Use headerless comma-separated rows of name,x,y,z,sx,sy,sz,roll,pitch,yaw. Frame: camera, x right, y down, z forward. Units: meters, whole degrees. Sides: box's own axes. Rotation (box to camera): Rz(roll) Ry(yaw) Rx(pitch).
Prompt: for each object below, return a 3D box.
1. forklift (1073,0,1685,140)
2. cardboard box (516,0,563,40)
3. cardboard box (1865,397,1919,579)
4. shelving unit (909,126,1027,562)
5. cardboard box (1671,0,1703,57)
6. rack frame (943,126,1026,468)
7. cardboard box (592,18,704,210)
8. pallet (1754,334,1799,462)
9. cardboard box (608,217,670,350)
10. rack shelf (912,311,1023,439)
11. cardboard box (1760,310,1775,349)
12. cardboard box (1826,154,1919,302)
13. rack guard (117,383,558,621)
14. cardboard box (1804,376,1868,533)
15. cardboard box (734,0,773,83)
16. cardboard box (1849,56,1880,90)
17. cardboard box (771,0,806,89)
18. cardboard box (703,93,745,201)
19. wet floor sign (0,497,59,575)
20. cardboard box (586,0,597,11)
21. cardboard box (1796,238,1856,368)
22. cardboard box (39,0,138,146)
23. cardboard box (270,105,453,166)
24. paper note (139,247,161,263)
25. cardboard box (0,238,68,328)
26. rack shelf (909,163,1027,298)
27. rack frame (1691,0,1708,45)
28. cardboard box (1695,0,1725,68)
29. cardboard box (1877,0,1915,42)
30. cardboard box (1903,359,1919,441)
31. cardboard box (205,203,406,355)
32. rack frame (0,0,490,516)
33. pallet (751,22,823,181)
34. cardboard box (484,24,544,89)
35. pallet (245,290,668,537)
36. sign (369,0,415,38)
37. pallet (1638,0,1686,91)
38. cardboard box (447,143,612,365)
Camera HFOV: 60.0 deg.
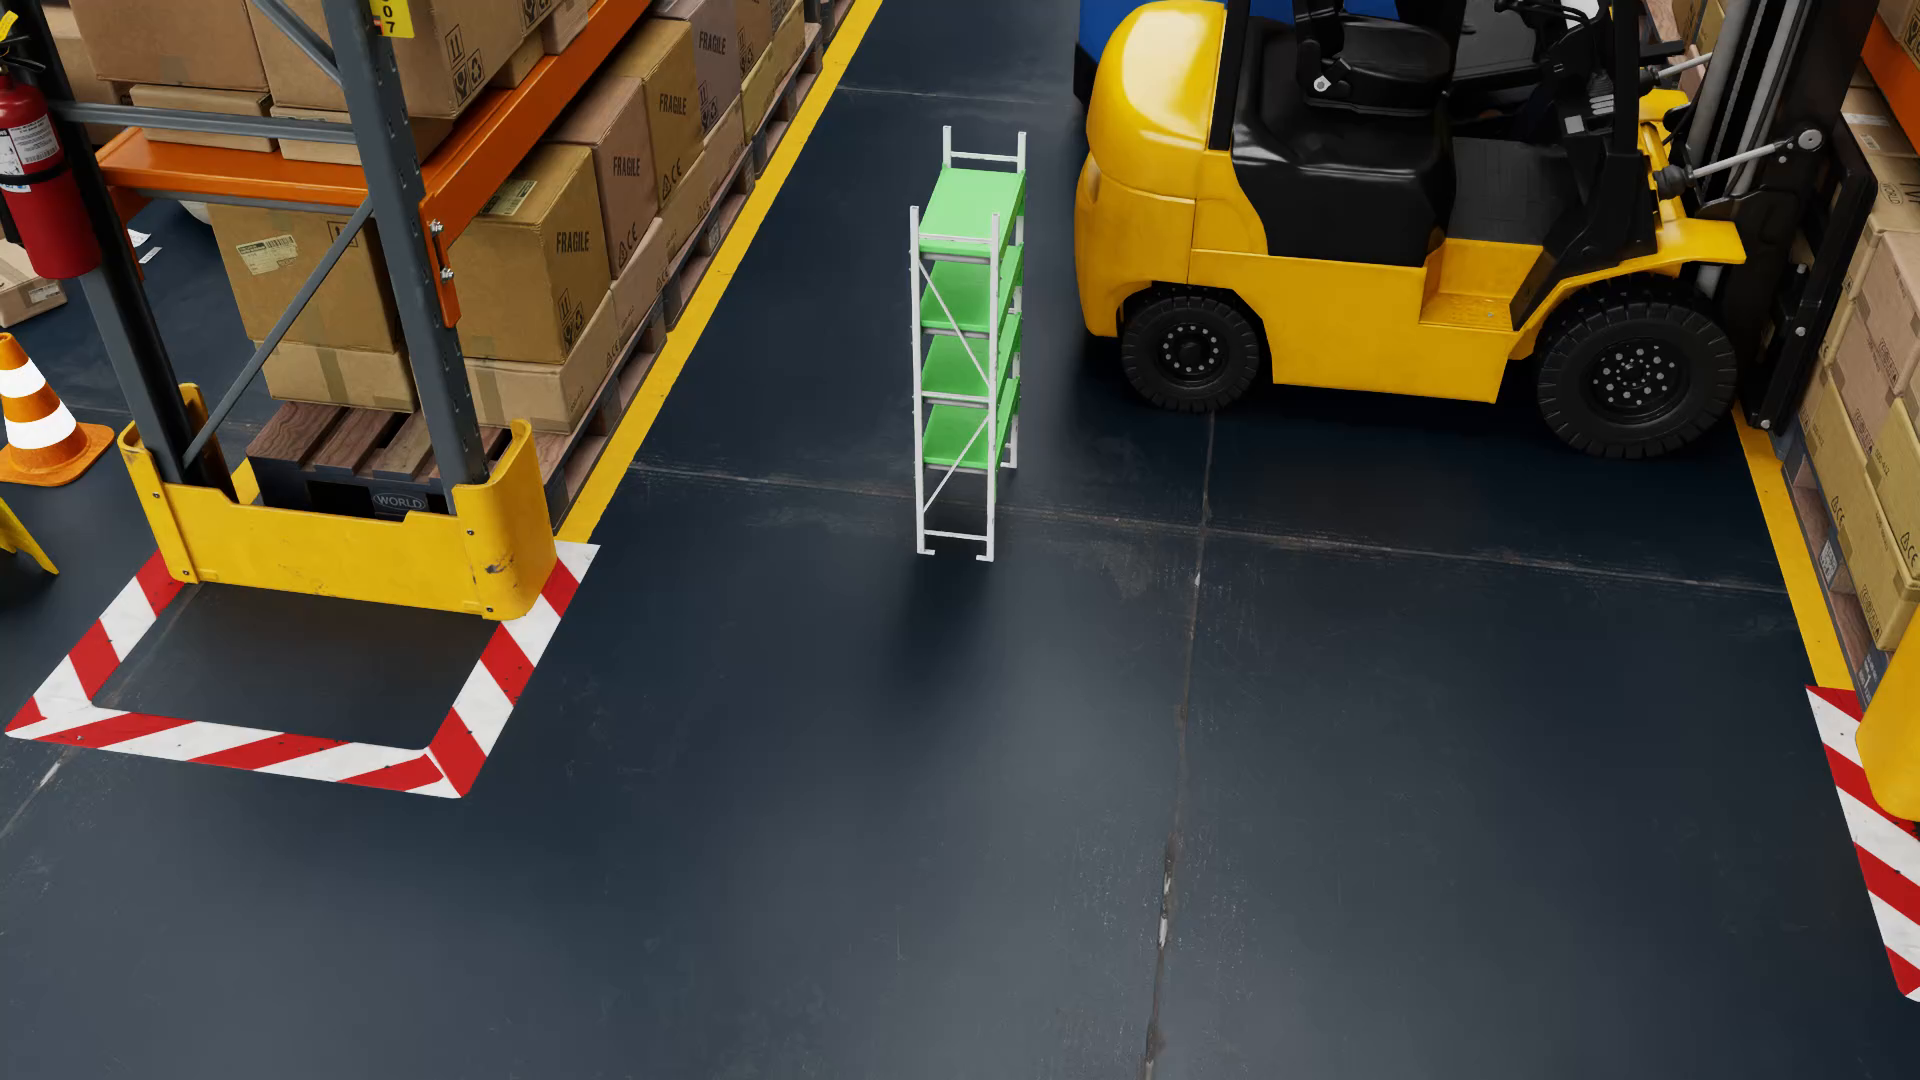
forklift,2.094,-3.163,6.775,3.031,2.935,1.130,-12,41,-14
cardboard box,-1.419,-1.778,4.735,0.500,0.500,0.500,8,40,9
cardboard box,2.805,-0.123,4.480,0.500,0.250,0.500,6,40,7
shelving unit,0.029,-0.566,4.993,0.258,1.200,0.503,6,40,8
cardboard box,3.800,-2.574,7.543,0.875,0.625,0.625,8,40,10
rack frame,0.071,-0.719,5.179,0.240,1.200,0.015,6,40,8
cardboard box,-1.264,-1.557,6.020,0.500,0.500,0.500,7,40,9
pallet,3.333,-0.661,5.884,1.003,0.211,1.213,6,40,8
cardboard box,-1.353,-0.930,5.850,0.500,0.250,0.500,8,40,9
rack shelf,0.029,-0.517,5.034,0.258,0.148,0.480,6,40,8
cardboard box,3.058,-0.872,5.779,0.500,0.250,0.500,8,40,9
cardboard box,2.961,-0.938,5.074,0.500,0.250,0.500,7,40,8
rack guard,-1.848,-0.117,5.000,1.175,0.500,0.348,6,40,8
cardboard box,2.894,-0.231,5.004,0.500,0.250,0.500,6,40,8
cardboard box,-1.093,-2.214,6.814,0.500,0.500,0.500,7,40,8
cardboard box,3.155,-1.584,5.855,0.500,0.250,0.500,8,40,9
cardboard box,-1.006,-2.245,7.439,0.500,0.250,0.500,8,40,10
cardboard box,-1.181,-1.591,6.649,0.500,0.250,0.500,7,40,8
wet floor sign,-2.947,-0.124,4.894,0.267,0.644,0.232,20,44,23
cardboard box,-1.342,-1.764,5.227,0.380,0.149,0.250,7,40,9
cardboard box,2.971,-0.763,5.254,0.500,0.250,0.500,6,40,7
cardboard box,-3.897,-2.093,7.280,0.797,0.637,0.503,6,40,8
cardboard box,-1.598,-1.127,4.456,0.380,0.149,0.250,7,40,8
paper note,-3.221,-1.133,6.613,0.032,0.001,0.123,6,40,8
cardboard box,-3.624,-0.979,6.318,0.380,0.149,0.250,28,47,30
rack shelf,0.029,-0.887,4.728,0.258,0.148,0.480,6,40,8
rack frame,3.721,-2.998,6.523,1.000,3.000,0.127,6,40,8
cardboard box,3.333,-2.024,6.780,0.500,0.250,0.500,6,40,7
cardboard box,3.119,-1.827,5.028,0.500,0.500,0.500,7,40,8
cardboard box,2.801,-0.299,4.301,0.500,0.250,0.500,8,40,9
cardboard box,-1.979,-0.956,5.292,0.500,0.500,0.500,7,40,8
rack frame,-1.861,-1.033,4.145,1.000,3.000,0.127,6,40,8
pallet,-1.250,-2.043,7.556,1.003,0.211,1.213,6,40,8
cardboard box,-1.443,-1.444,4.840,0.380,0.149,0.250,5,40,6
pallet,-1.672,-0.512,5.704,1.003,0.211,1.213,6,40,8
sign,-1.326,-1.307,3.797,0.100,0.325,0.005,6,40,8
pallet,3.810,-2.390,7.976,1.003,0.211,1.213,6,40,8
cardboard box,-1.445,-0.915,5.242,0.500,0.500,0.500,5,40,6
